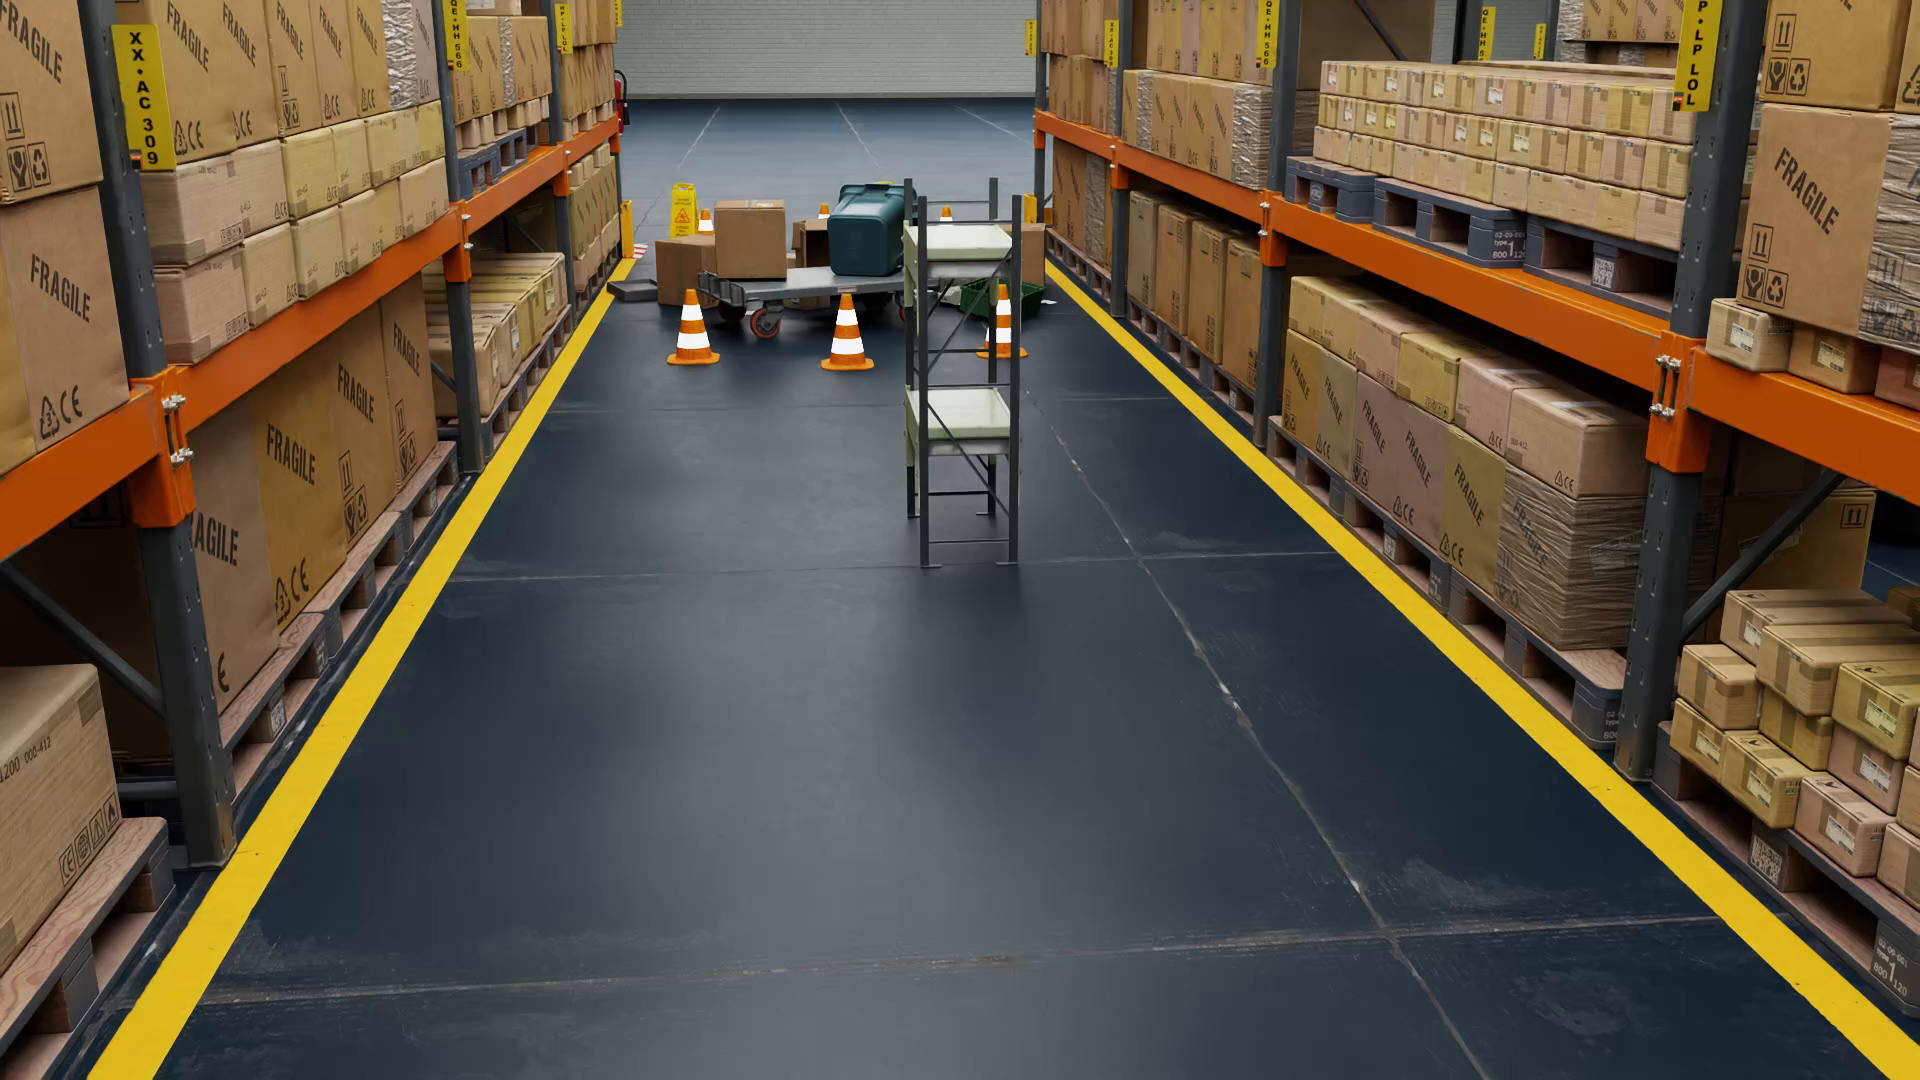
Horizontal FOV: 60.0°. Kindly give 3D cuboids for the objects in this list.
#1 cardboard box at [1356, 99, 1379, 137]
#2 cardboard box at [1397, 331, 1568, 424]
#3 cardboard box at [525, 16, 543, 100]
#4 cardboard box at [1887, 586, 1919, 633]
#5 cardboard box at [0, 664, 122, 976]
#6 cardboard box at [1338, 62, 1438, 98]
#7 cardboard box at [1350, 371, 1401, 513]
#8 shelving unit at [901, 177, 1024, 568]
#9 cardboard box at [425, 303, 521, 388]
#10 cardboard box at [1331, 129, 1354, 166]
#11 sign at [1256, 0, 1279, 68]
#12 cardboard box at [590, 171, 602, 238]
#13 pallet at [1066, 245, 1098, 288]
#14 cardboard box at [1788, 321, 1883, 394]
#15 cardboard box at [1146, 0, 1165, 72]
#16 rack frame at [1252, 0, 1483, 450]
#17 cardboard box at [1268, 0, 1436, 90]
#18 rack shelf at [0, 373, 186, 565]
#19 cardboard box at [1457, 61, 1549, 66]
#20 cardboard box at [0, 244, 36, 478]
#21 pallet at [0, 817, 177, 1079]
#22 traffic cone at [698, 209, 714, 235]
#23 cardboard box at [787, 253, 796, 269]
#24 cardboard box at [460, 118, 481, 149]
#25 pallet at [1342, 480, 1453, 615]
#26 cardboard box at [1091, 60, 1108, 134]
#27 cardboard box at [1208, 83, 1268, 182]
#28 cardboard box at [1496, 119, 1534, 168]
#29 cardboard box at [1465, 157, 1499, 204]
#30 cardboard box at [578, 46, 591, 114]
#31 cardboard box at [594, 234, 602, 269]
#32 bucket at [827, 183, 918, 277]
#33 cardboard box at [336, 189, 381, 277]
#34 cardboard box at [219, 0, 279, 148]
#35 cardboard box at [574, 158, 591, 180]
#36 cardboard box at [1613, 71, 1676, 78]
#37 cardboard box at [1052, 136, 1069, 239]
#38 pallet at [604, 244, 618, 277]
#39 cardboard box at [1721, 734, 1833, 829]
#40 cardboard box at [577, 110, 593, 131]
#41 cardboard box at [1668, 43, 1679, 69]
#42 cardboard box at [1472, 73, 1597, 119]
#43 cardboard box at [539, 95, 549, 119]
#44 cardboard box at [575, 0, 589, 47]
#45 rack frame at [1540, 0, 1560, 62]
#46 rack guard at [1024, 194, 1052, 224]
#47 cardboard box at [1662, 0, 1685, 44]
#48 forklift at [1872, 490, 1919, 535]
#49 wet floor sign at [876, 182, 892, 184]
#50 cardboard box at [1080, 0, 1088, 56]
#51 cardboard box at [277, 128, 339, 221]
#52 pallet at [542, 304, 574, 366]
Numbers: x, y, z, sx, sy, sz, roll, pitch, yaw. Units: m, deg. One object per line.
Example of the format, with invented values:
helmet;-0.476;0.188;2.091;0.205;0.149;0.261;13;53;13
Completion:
cardboard box;1.961;-1.848;7.276;0.380;0.149;0.250;-2;18;-7
cardboard box;2.026;-0.634;6.409;0.500;0.250;0.500;-3;18;-8
cardboard box;-2.947;-3.056;10.539;0.500;0.500;0.500;-2;18;-5
cardboard box;2.759;0.230;4.502;0.380;0.149;0.250;-1;17;-4
cardboard box;-2.492;0.652;3.670;0.875;0.438;0.875;-2;18;-6
cardboard box;1.936;-2.076;7.508;0.380;0.149;0.250;-2;18;-7
cardboard box;1.983;-0.422;6.987;0.500;0.500;0.500;-2;18;-7
shelving unit;-0.001;-0.718;6.959;0.431;1.500;0.755;-2;18;-6
cardboard box;-2.995;-1.088;9.319;0.950;0.372;0.625;-2;18;-7
cardboard box;1.923;-1.797;7.611;0.380;0.149;0.250;-1;17;-3
sign;1.499;-2.470;8.104;0.100;0.325;0.005;-2;18;-6
cardboard box;-3.186;-2.688;13.370;0.500;0.500;0.500;-1;17;-3
pallet;1.508;-2.390;14.438;1.003;0.211;1.213;-2;18;-6
cardboard box;2.267;-0.455;4.038;0.380;0.149;0.250;-1;17;-4
cardboard box;1.695;-3.504;11.496;0.700;0.500;0.500;-2;18;-7
rack frame;2.050;-1.936;8.335;1.000;3.000;0.127;-2;18;-6
cardboard box;2.014;-2.594;8.597;0.700;0.500;0.500;-2;18;-6
rack shelf;-2.244;0.378;2.166;1.077;0.370;4.000;-2;18;-6
cardboard box;2.557;-2.168;7.800;0.380;0.149;0.250;-2;18;-8
cardboard box;-2.089;-0.325;3.038;0.500;0.500;0.500;-2;18;-7
pallet;-2.450;0.998;3.644;1.003;0.211;1.213;-2;18;-6
traffic cone;-2.360;-2.838;15.443;0.336;0.463;0.334;-2;18;-6
cardboard box;-1.544;-2.448;14.726;0.380;0.149;0.250;8;19;23
cardboard box;-2.689;-2.104;8.589;0.380;0.149;0.250;-3;18;-9
pallet;2.252;-0.010;6.856;1.003;0.211;1.213;-2;18;-6
cardboard box;1.509;-3.472;12.977;0.875;0.550;0.550;-2;18;-6
cardboard box;1.687;-2.258;9.194;0.500;0.500;0.500;-2;18;-6
cardboard box;2.116;-1.390;5.819;0.380;0.149;0.250;-3;18;-8
cardboard box;2.088;-1.325;6.107;0.380;0.149;0.250;-1;17;-3
cardboard box;-3.157;-3.573;12.885;0.500;0.500;0.500;-2;18;-6
cardboard box;-3.191;-2.334;13.492;0.500;0.250;0.500;-2;18;-6
bucket;-0.669;-2.260;12.296;0.726;0.611;0.620;4;28;13
cardboard box;-2.367;-1.085;5.876;0.500;0.250;0.500;-2;18;-7
cardboard box;-2.290;-1.376;4.717;0.500;0.500;0.500;-2;18;-6
cardboard box;-3.076;-2.876;12.886;0.380;0.149;0.250;-1;17;-4
cardboard box;2.714;-1.705;6.326;0.380;0.149;0.250;-1;17;-4
cardboard box;1.361;-3.306;15.545;0.875;0.875;0.875;-2;18;-5
pallet;-3.631;-2.540;14.915;1.003;0.211;1.213;-2;18;-6
cardboard box;2.208;0.614;4.273;0.380;0.149;0.250;-1;17;-4
cardboard box;-3.111;-3.310;13.131;0.380;0.149;0.250;-2;18;-5
cardboard box;6.429;-3.872;13.839;0.875;0.500;0.500;-2;18;-6
cardboard box;2.094;-1.610;6.023;0.380;0.149;0.250;-3;18;-8
cardboard box;-2.948;-2.880;11.062;0.380;0.149;0.250;-2;17;-5
cardboard box;-3.136;-3.902;12.264;0.700;0.500;0.500;-2;18;-5
rack frame;6.169;-4.442;16.319;1.000;3.000;0.127;-2;18;-6
rack guard;1.223;-3.134;16.324;1.175;0.500;0.348;-2;18;-6
cardboard box;6.158;-4.341;13.663;0.500;0.500;0.500;-2;18;-6
forklift;5.219;-1.656;7.560;3.031;2.935;1.130;-7;19;-21
wet floor sign;-0.747;-3.143;16.112;0.267;0.644;0.232;-5;18;-15
cardboard box;1.480;-4.308;13.839;0.875;0.550;0.500;-2;18;-6
cardboard box;-2.322;-1.173;5.322;0.500;0.250;0.500;-2;17;-5
pallet;-3.194;-1.382;11.227;1.003;0.211;1.213;-2;18;-6
